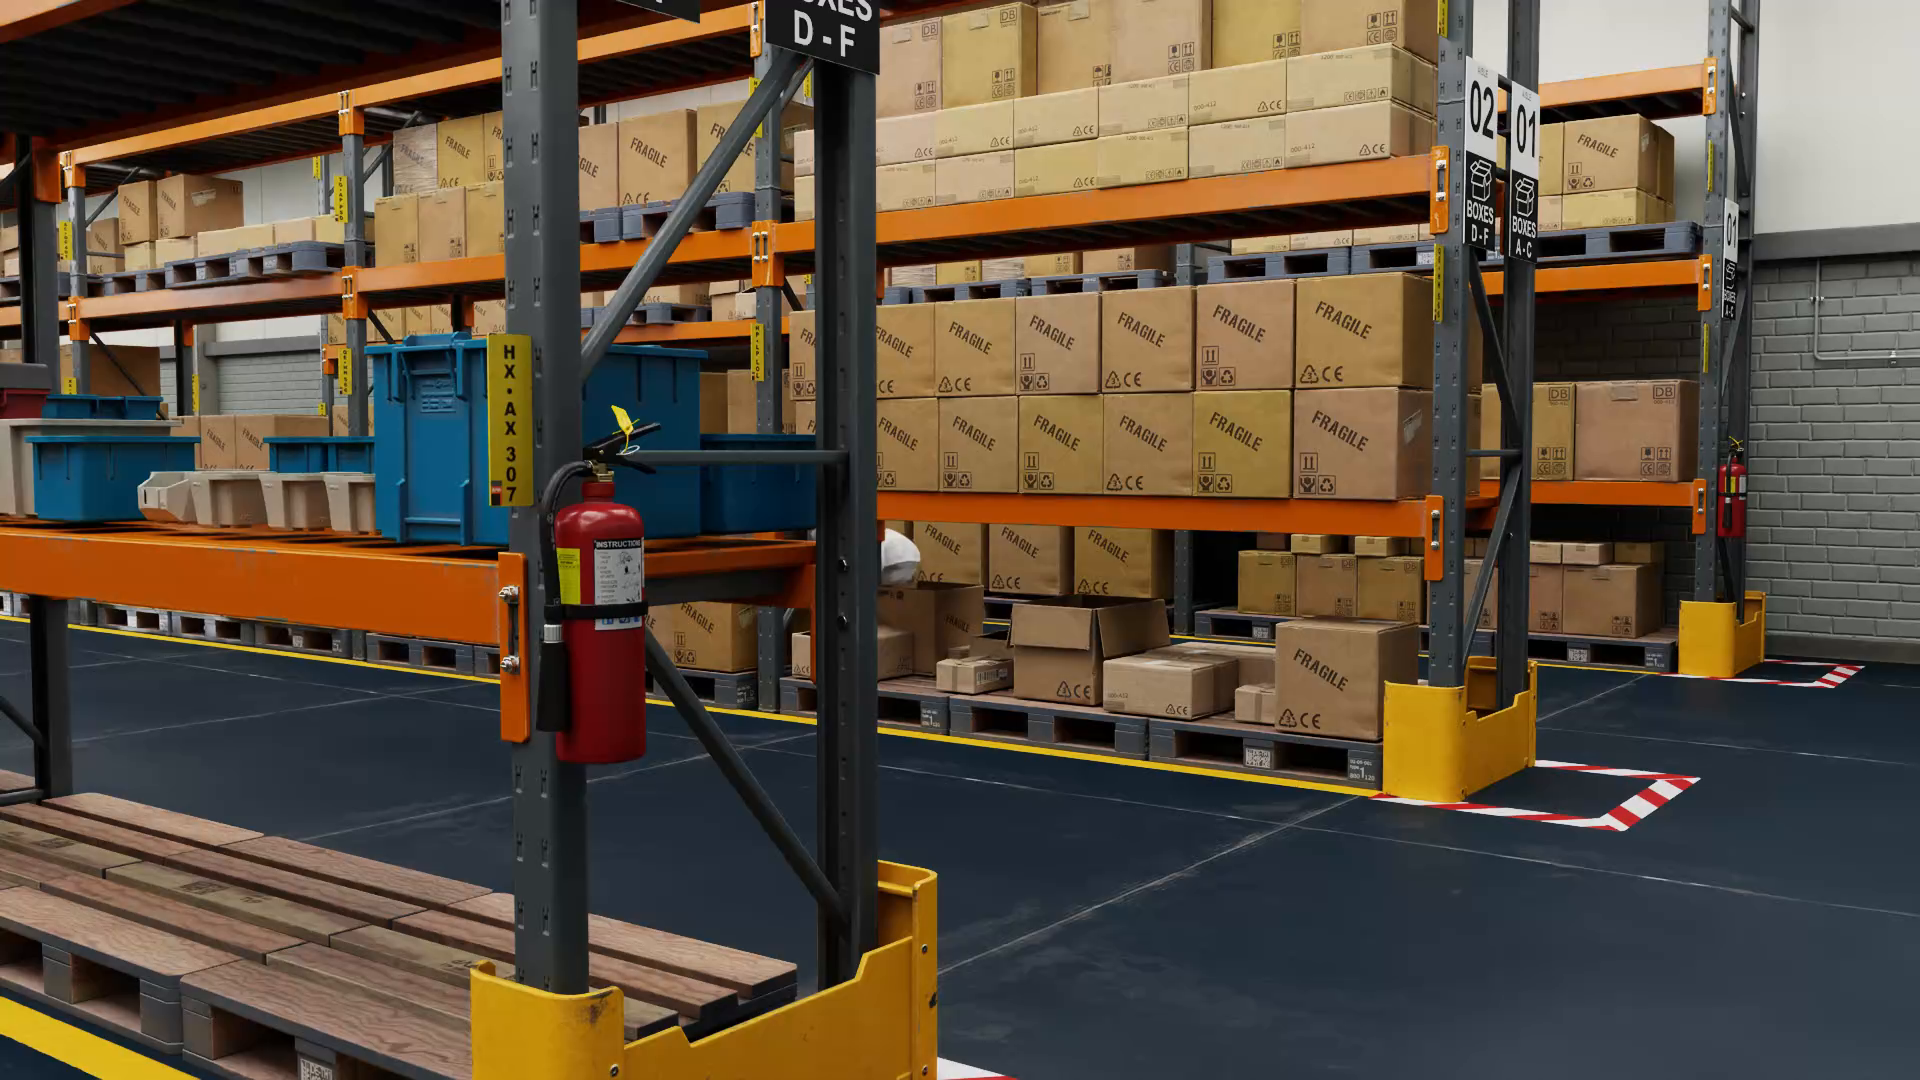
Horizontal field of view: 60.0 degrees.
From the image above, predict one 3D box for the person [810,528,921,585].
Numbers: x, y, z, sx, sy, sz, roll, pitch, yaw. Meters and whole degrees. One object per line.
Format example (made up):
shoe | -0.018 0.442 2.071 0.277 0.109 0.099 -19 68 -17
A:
person | -0.756 0.335 12.867 0.946 0.985 0.536 2 4 34
